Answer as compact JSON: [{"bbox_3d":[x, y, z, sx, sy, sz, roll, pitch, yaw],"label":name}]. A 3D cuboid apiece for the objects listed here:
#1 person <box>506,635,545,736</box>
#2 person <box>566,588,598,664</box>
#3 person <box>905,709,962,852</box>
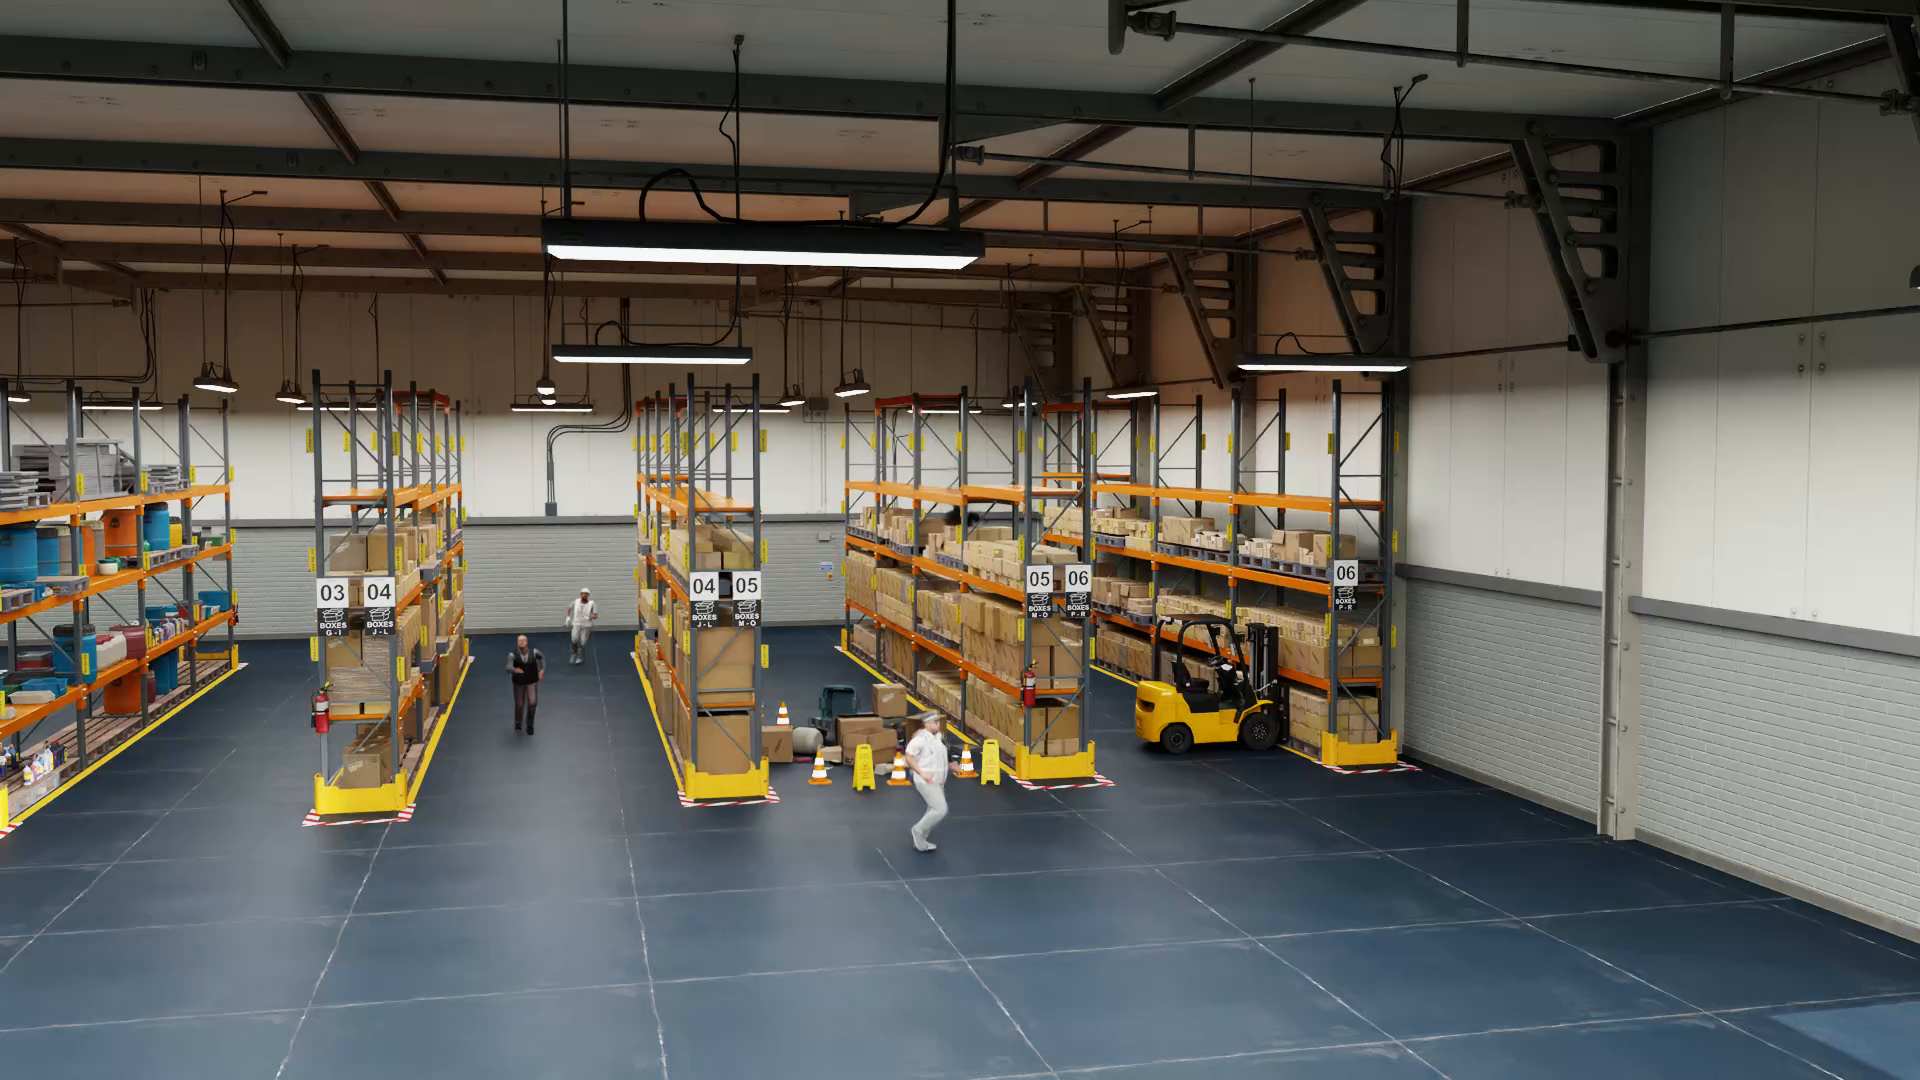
[{"bbox_3d":[-7.464,2.493,28.583,0.664,1.729,0.869,-1,3,-15],"label":"person"},{"bbox_3d":[-8.571,1.951,37.692,0.711,1.725,0.621,-1,3,-10],"label":"person"},{"bbox_3d":[-0.311,2.944,20.394,0.615,1.741,0.635,1,4,24],"label":"person"}]
